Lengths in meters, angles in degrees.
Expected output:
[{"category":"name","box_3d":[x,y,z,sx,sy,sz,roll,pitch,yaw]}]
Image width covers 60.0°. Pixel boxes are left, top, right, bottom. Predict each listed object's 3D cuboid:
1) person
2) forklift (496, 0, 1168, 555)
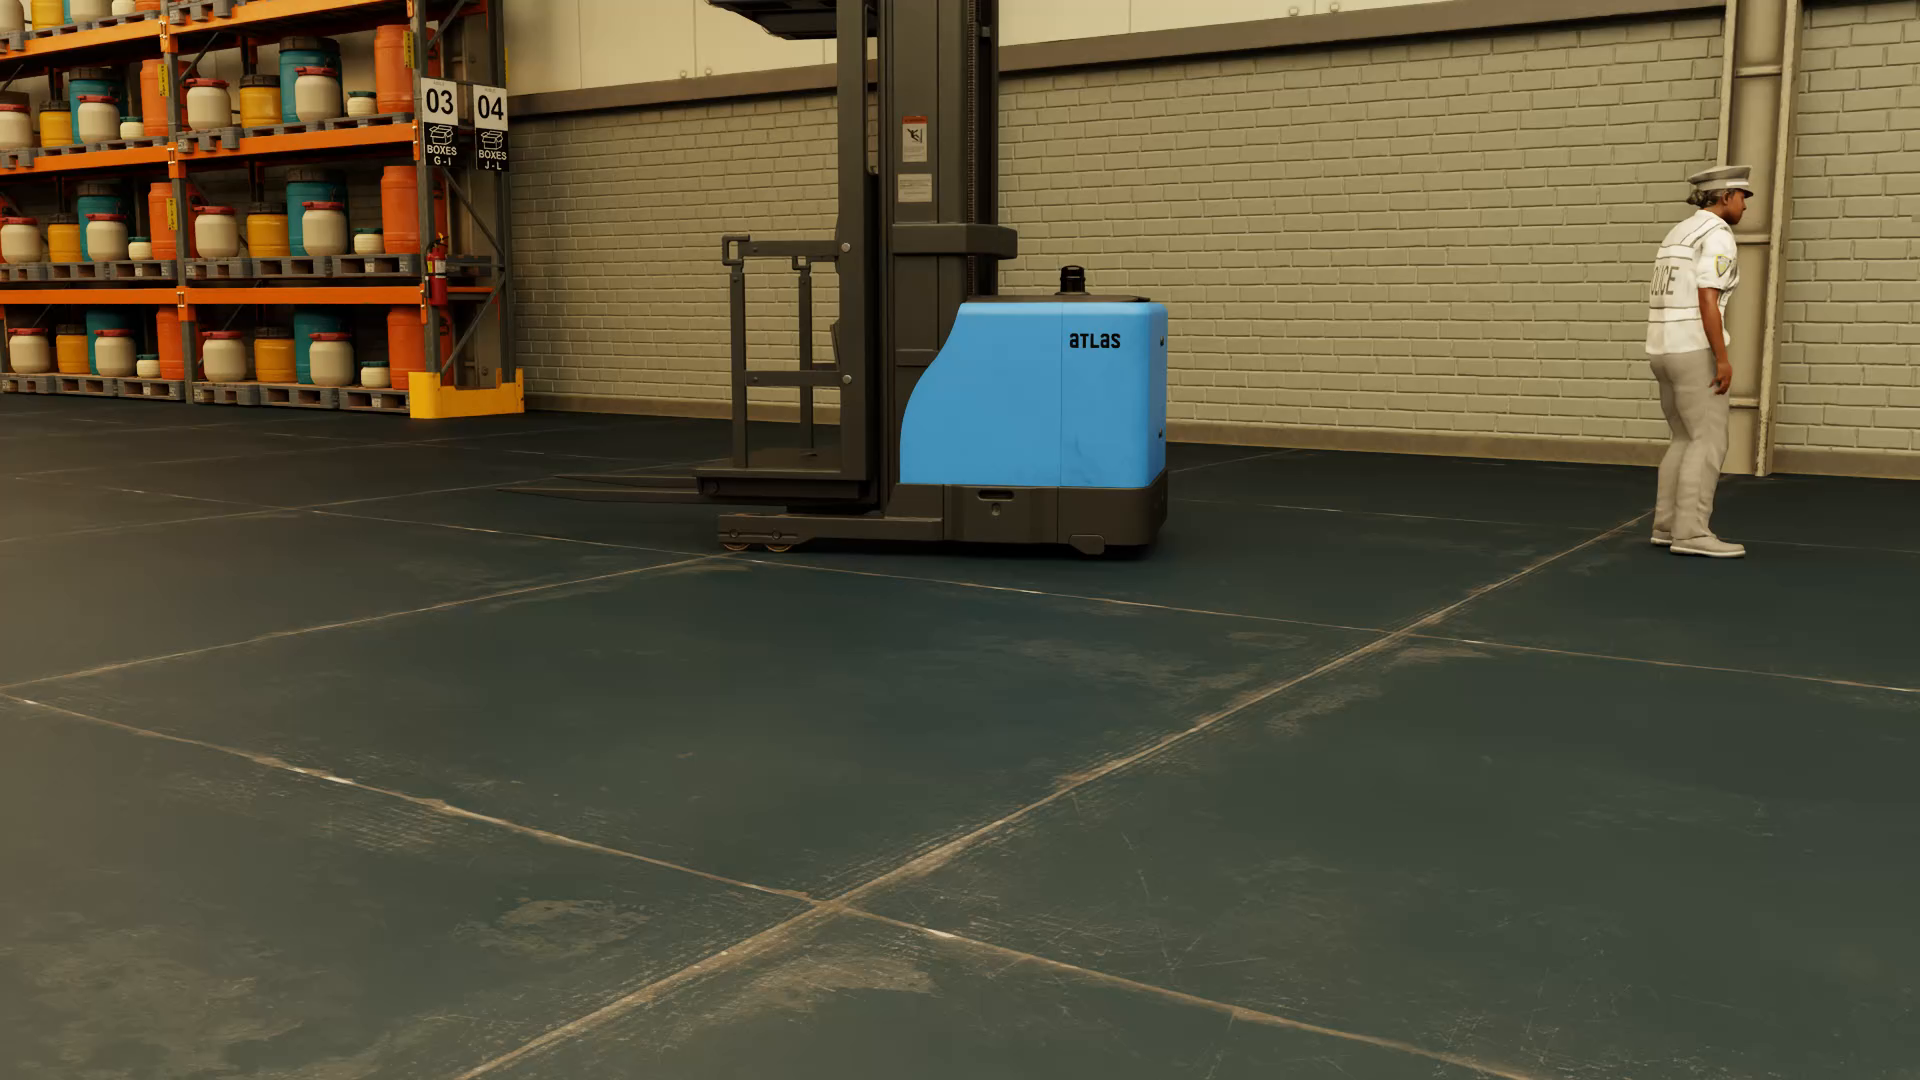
[{"category":"person","box_3d":[3.194,-0.778,7.192,0.397,1.658,0.527,0,8,3]},{"category":"forklift","box_3d":[-0.596,-1.469,7.520,3.031,2.935,1.130,2,8,12]}]
